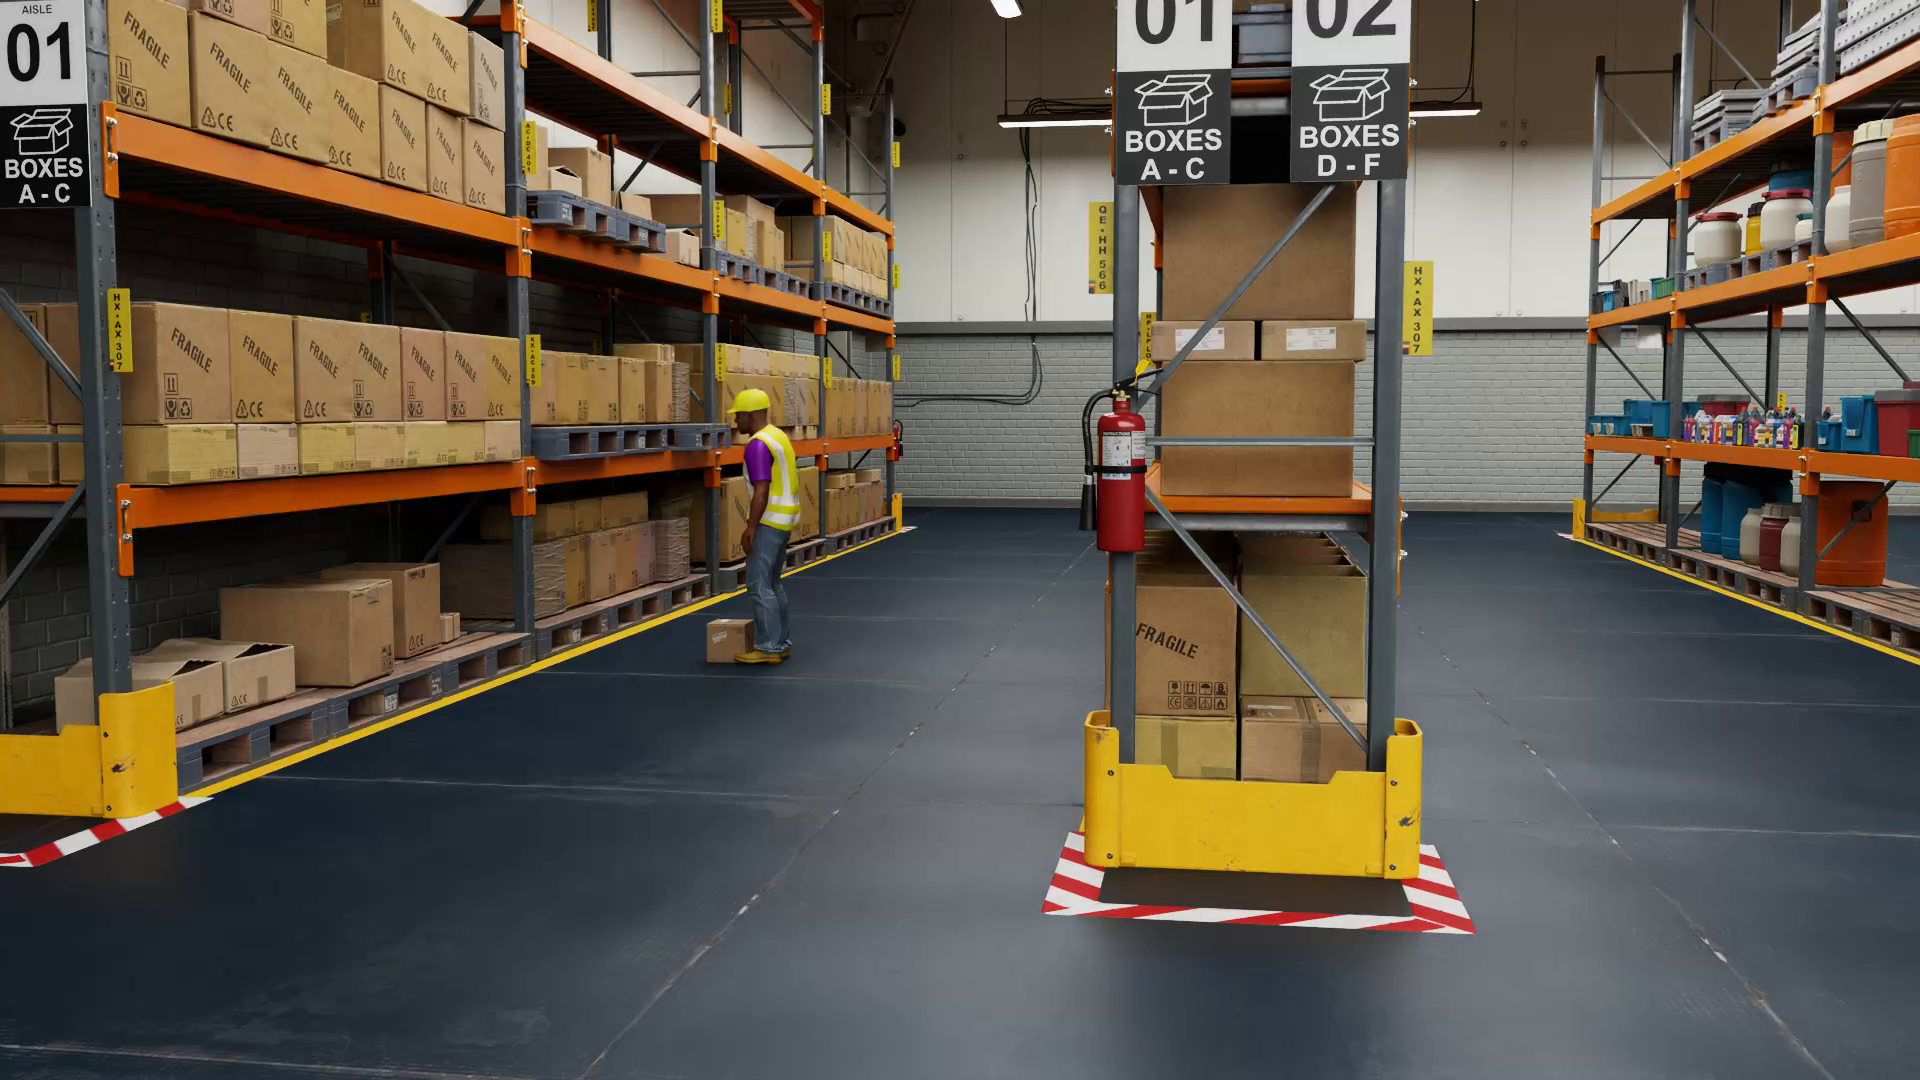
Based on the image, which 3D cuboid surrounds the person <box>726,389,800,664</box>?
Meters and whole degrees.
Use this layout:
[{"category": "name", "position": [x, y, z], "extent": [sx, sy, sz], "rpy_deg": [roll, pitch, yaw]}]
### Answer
[{"category": "person", "position": [-1.270, -0.094, 10.740], "extent": [0.461, 1.761, 0.627], "rpy_deg": [1, 4, 8]}]
